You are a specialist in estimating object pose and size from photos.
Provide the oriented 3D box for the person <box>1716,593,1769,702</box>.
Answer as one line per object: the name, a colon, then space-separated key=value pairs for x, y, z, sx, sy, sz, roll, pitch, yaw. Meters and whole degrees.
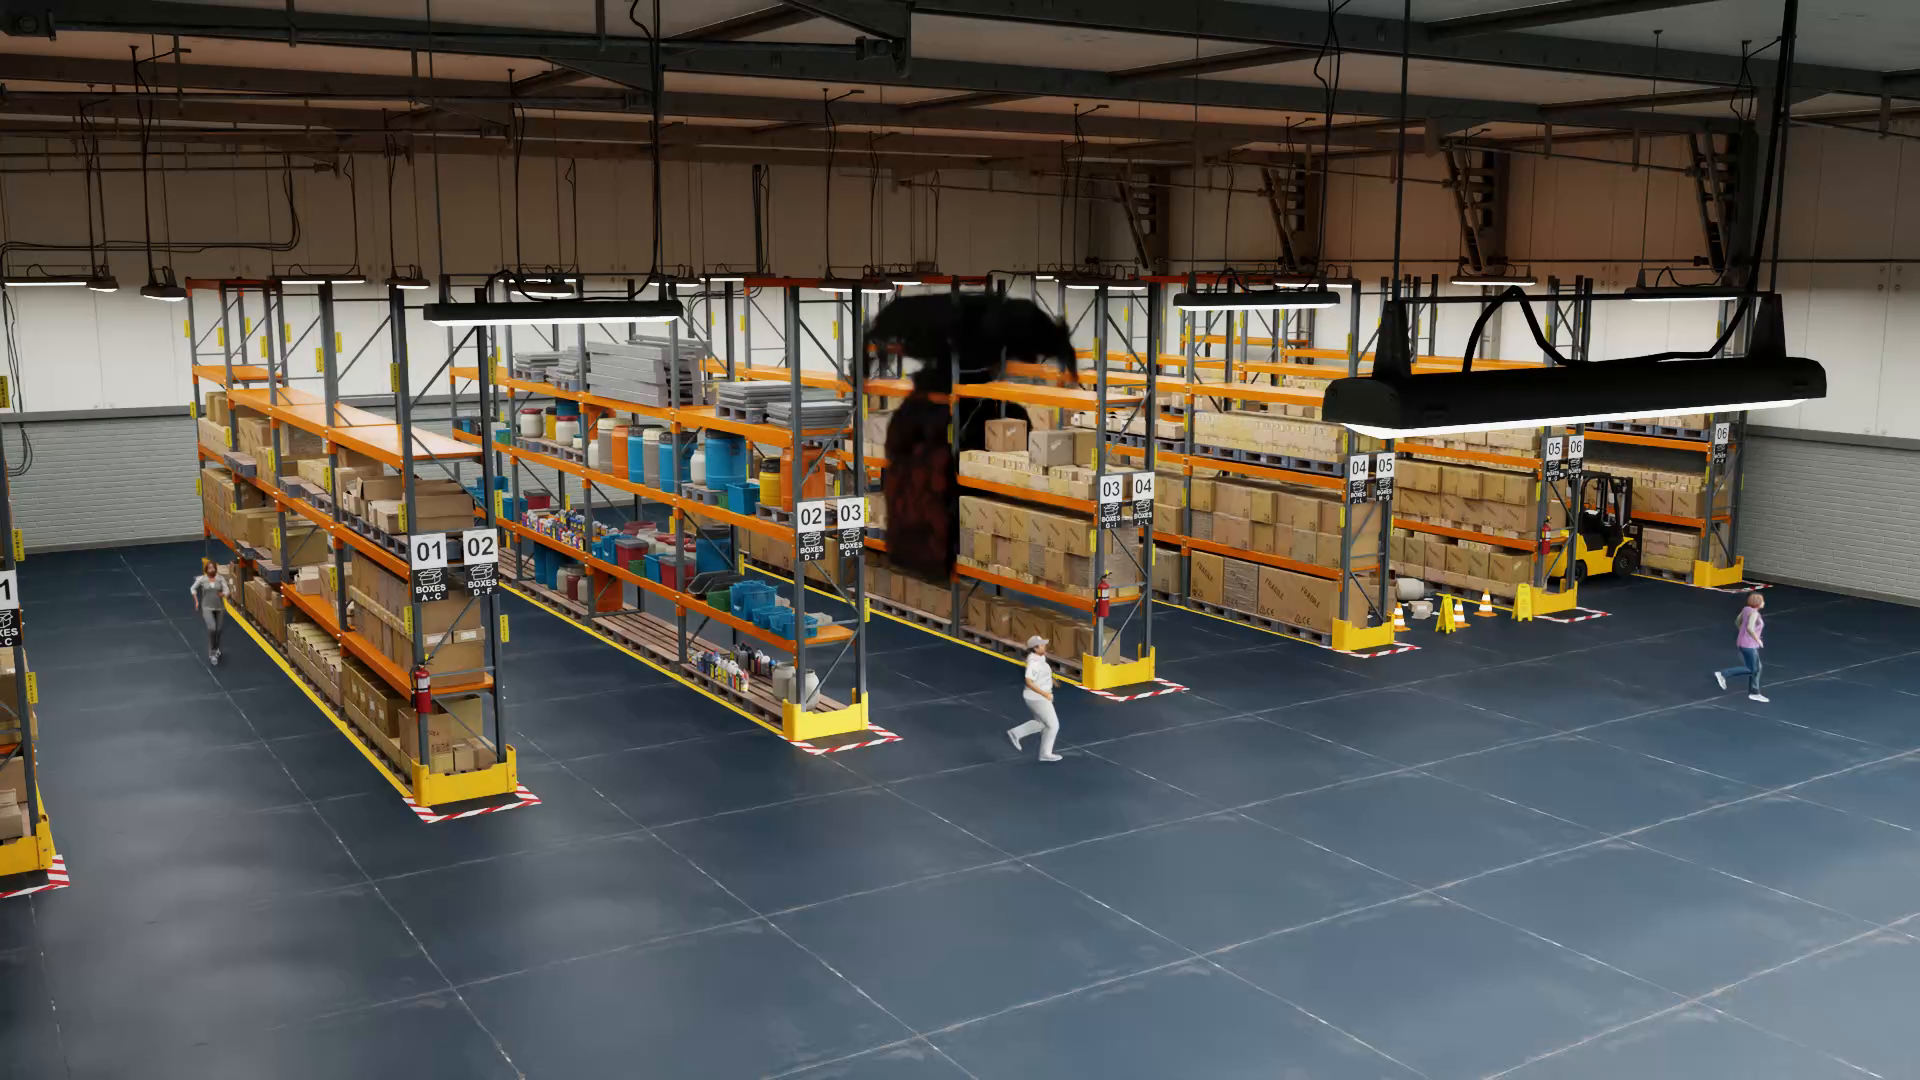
person: x=11.398 y=1.551 z=24.163 sx=0.738 sy=1.581 sz=0.566 roll=2 pitch=10 yaw=11

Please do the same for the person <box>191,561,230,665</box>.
person: x=-11.866 y=1.141 z=26.412 sx=0.505 sy=1.646 sz=0.715 roll=-8 pitch=12 yaw=-39

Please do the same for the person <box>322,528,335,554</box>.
person: x=-13.146 y=-0.163 z=34.207 sx=0.824 sy=1.603 sz=0.629 roll=5 pitch=11 yaw=29

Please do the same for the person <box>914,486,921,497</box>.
person: x=-0.869 y=-1.530 z=41.856 sx=0.682 sy=1.778 sz=0.718 roll=8 pitch=12 yaw=38

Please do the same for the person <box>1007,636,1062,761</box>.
person: x=0.955 y=2.012 z=21.168 sx=0.699 sy=1.621 sz=0.623 roll=0 pitch=10 yaw=0
